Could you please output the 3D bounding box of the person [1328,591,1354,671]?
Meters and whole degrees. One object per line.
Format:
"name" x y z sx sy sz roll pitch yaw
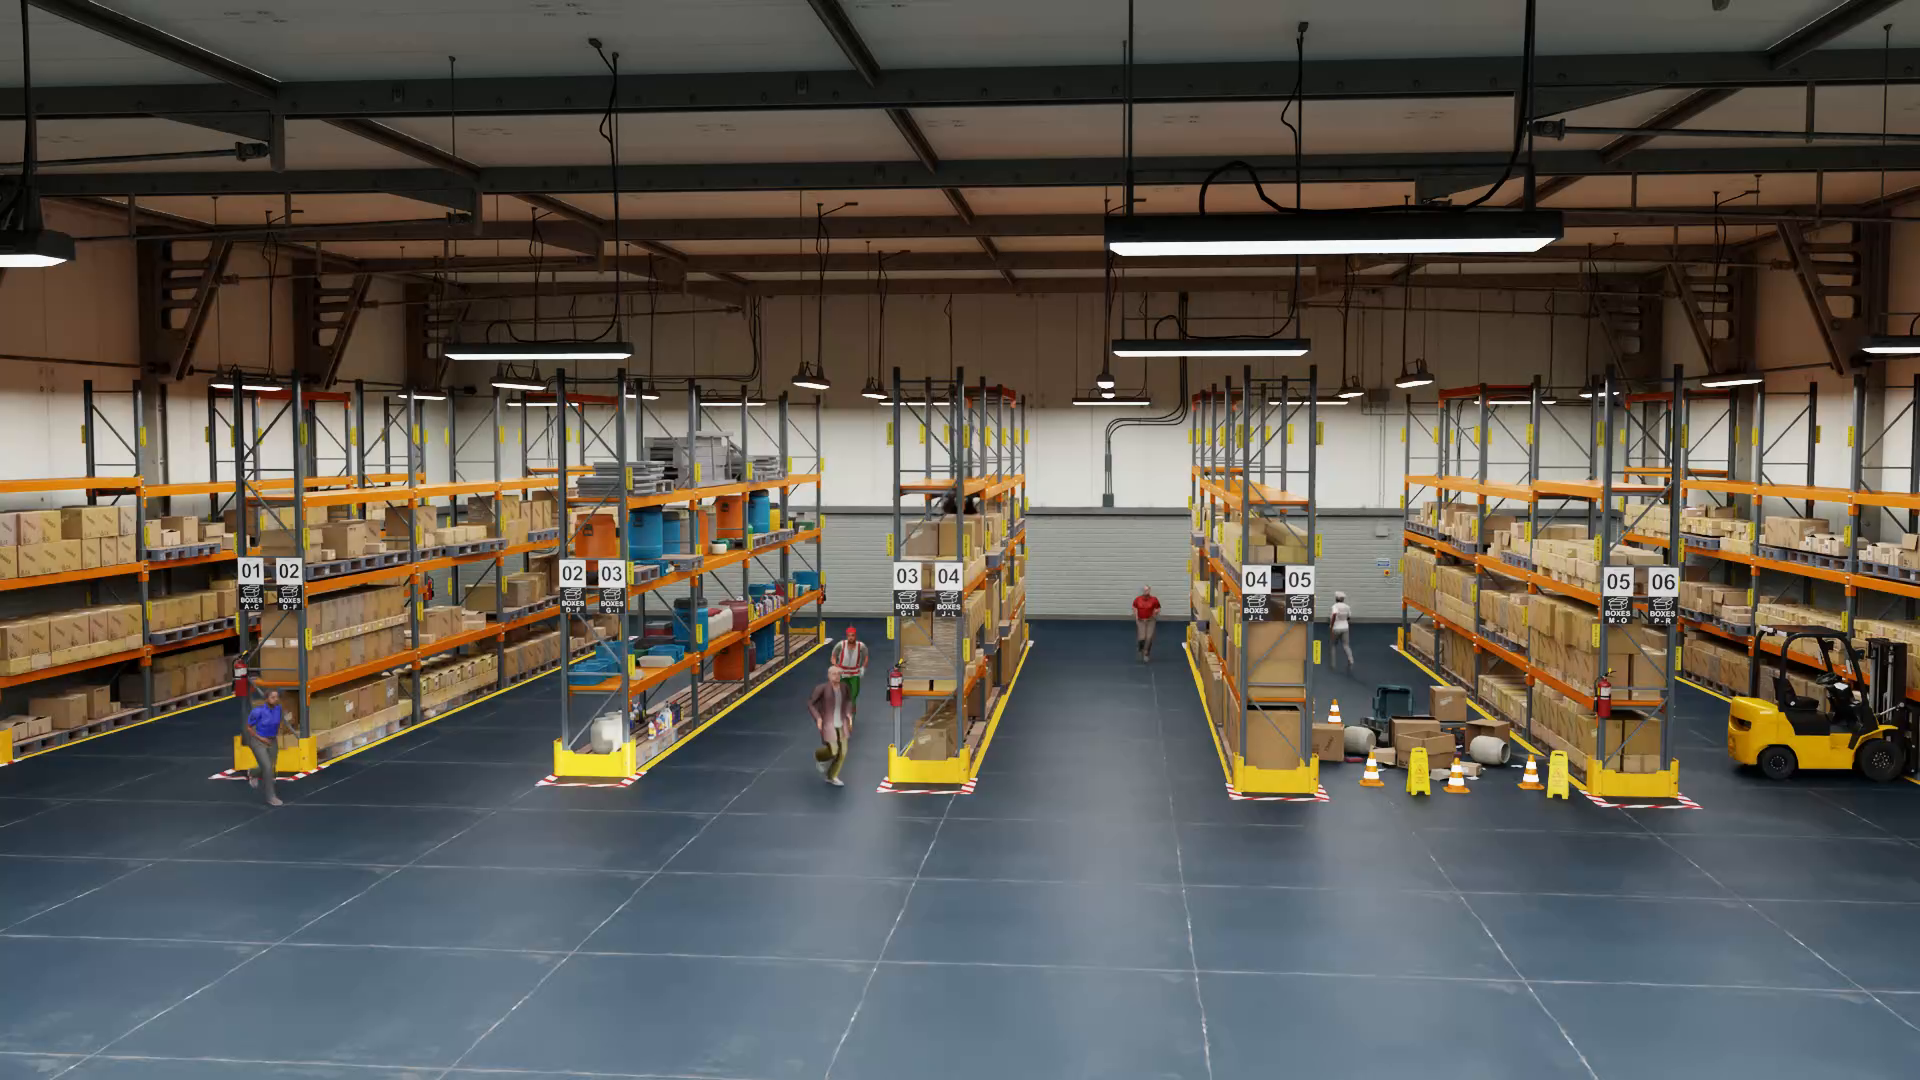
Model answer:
"person" 8.084 1.937 35.329 0.566 1.699 0.929 -1 4 -14

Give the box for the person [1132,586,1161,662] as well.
"person" 4.137 1.865 36.864 0.639 1.707 0.639 0 4 7

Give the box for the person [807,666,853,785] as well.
"person" -1.863 2.709 24.032 0.723 1.631 0.654 -2 4 -33

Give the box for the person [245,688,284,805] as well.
"person" -9.553 2.812 22.733 0.755 1.593 0.561 3 4 37

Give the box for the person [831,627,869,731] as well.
"person" -1.898 2.361 28.765 0.662 1.769 0.975 0 4 -1
